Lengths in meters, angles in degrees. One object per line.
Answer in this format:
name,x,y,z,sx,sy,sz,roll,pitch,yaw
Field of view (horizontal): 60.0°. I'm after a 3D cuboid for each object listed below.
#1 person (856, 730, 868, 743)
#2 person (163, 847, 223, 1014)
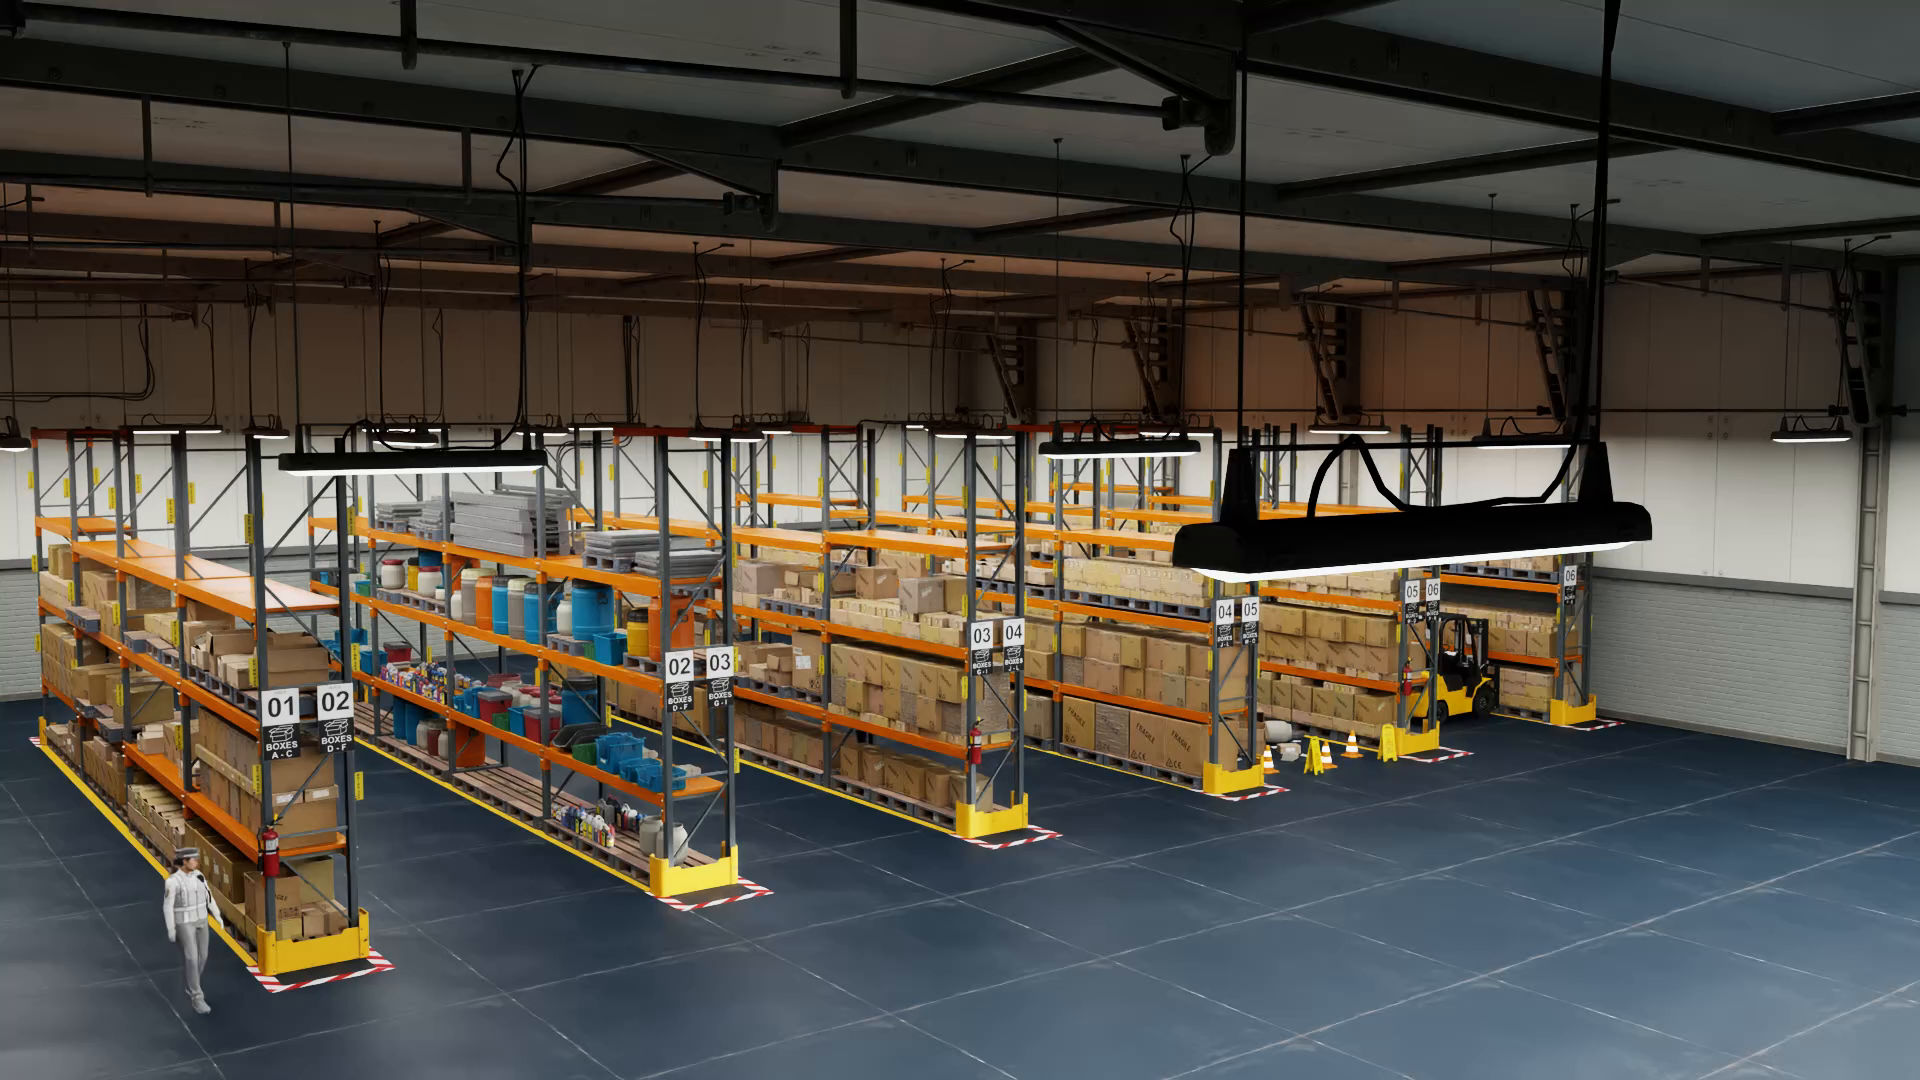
person,-1.806,3.089,31.136,0.571,1.632,0.557,-4,6,-40
person,-8.115,4.128,17.731,0.689,1.671,0.516,2,5,27
